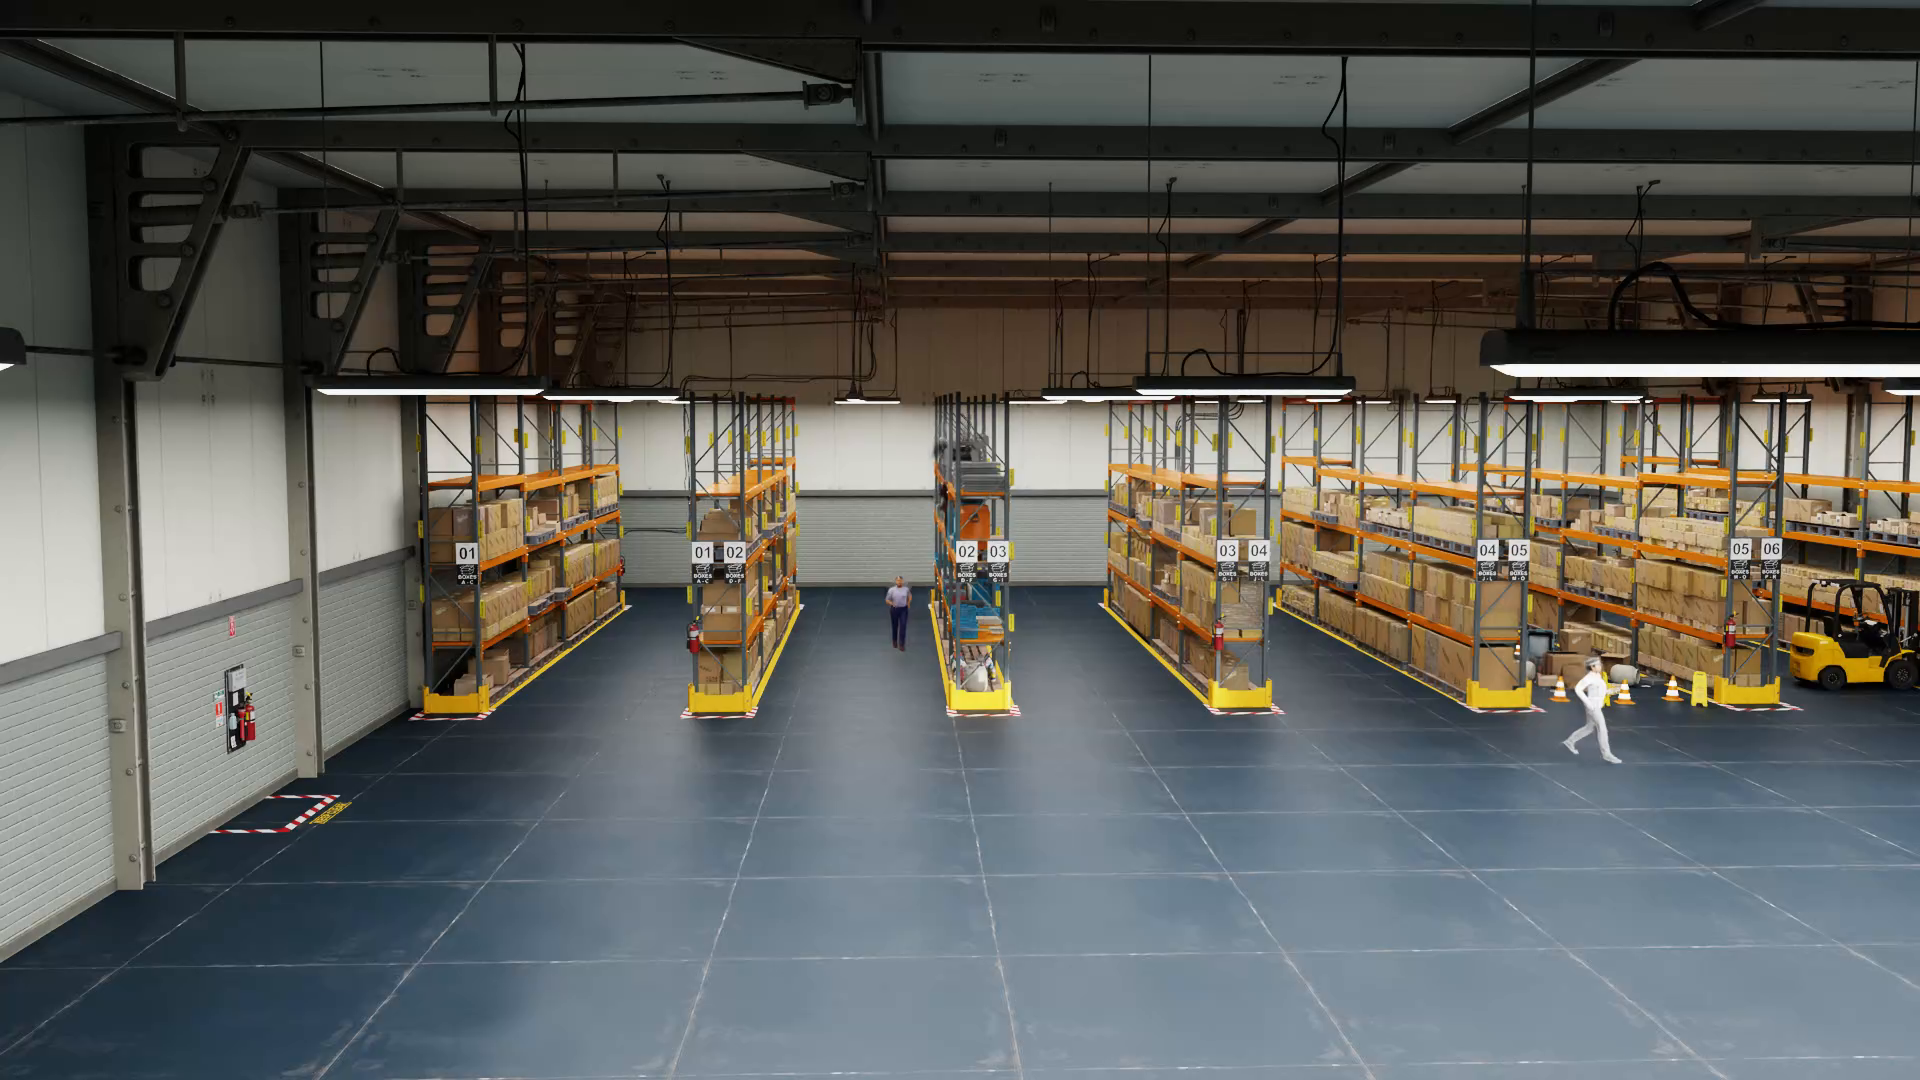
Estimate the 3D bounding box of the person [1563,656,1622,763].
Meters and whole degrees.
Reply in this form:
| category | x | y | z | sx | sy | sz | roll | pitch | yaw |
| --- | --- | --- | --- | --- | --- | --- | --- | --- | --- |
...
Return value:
| category | x | y | z | sx | sy | sz | roll | pitch | yaw |
| --- | --- | --- | --- | --- | --- | --- | --- | --- | --- |
| person | 10.222 | 2.706 | 26.812 | 0.920 | 1.683 | 0.608 | 3 | 5 | 33 |

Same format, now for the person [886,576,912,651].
| category | x | y | z | sx | sy | sz | roll | pitch | yaw |
| --- | --- | --- | --- | --- | --- | --- | --- | --- | --- |
| person | -1.358 | 1.631 | 37.313 | 0.607 | 1.650 | 0.779 | -1 | 5 | -9 |

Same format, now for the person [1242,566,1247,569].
| category | x | y | z | sx | sy | sz | roll | pitch | yaw |
| --- | --- | --- | --- | --- | --- | --- | --- | --- | --- |
| person | 7.960 | 1.038 | 47.960 | 0.611 | 1.701 | 0.701 | -4 | 6 | -43 |
